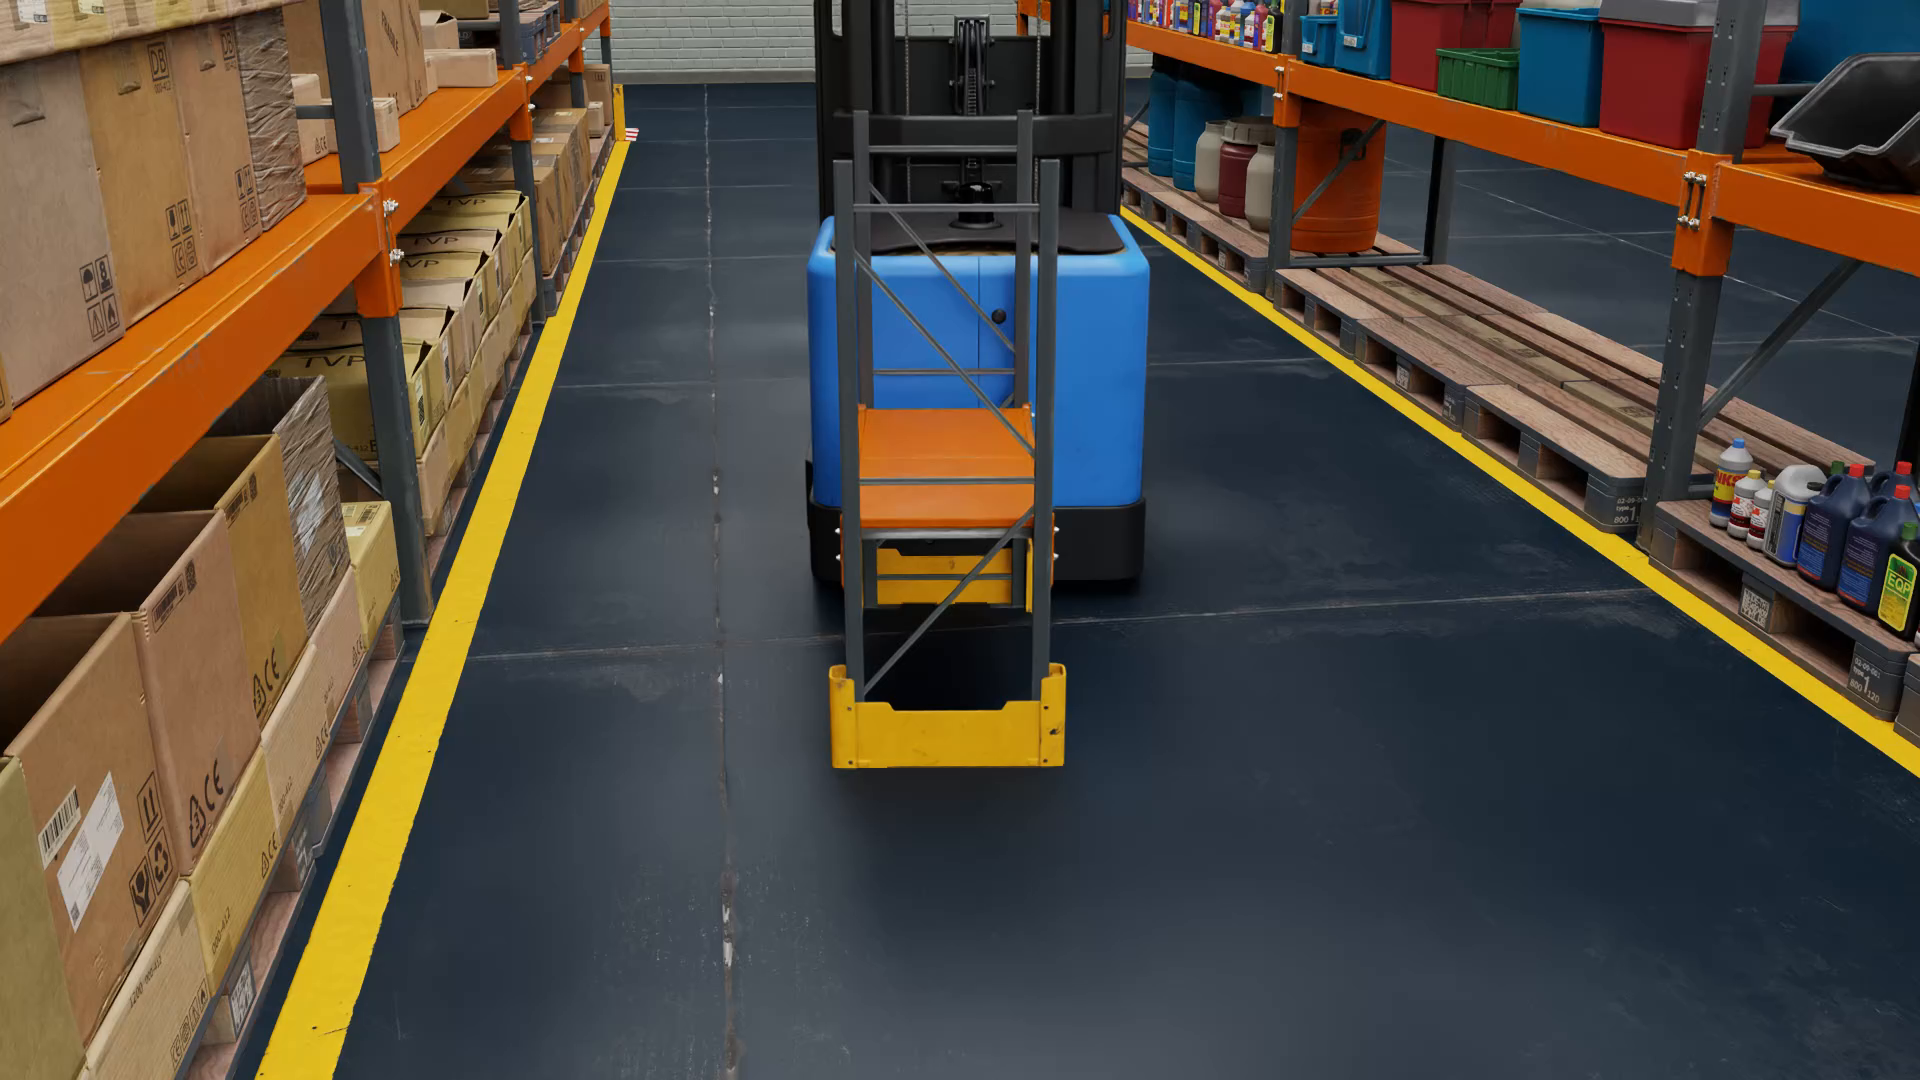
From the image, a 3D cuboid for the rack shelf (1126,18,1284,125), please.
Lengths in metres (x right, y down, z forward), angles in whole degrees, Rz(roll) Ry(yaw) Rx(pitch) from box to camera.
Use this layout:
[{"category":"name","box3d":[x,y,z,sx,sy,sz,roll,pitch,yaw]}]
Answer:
[{"category":"rack shelf","box3d":[1.932,-3.127,10.830,1.077,0.370,4.000,-3,21,-8]}]

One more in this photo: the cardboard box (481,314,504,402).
[{"category":"cardboard box","box3d":[-2.140,-0.731,6.717,0.500,0.250,0.500,-3,21,-7]}]

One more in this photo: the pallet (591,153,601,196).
[{"category":"pallet","box3d":[-3.356,-2.839,13.017,1.003,0.211,1.213,-3,21,-8]}]

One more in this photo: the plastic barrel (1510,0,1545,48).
[{"category":"plastic barrel","box3d":[2.641,-2.333,7.515,0.421,0.512,0.421,0,20,0]}]

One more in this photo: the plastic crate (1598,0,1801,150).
[{"category":"plastic crate","box3d":[2.424,-1.569,5.538,0.402,0.464,0.583,-3,21,-8]}]

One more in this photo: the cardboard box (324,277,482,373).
[{"category":"cardboard box","box3d":[-2.061,-0.818,6.147,0.500,0.311,0.500,-4,21,-10]}]

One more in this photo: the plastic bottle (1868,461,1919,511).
[{"category":"plastic bottle","box3d":[2.645,-0.059,4.744,0.144,0.351,0.185,-3,21,-8]}]

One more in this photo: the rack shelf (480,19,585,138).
[{"category":"rack shelf","box3d":[-2.970,-2.879,10.164,1.077,0.370,4.000,-3,21,-8]}]

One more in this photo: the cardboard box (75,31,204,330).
[{"category":"cardboard box","box3d":[-1.884,-0.676,3.095,0.700,0.500,0.500,-3,21,-7]}]

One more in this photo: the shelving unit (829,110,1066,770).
[{"category":"shelving unit","box3d":[-0.039,-0.317,4.421,0.587,1.500,1.083,0,20,-1]}]

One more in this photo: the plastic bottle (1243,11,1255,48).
[{"category":"plastic bottle","box3d":[1.694,-2.952,9.616,0.097,0.201,0.097,0,20,0]}]

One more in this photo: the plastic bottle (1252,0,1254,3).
[{"category":"plastic bottle","box3d":[2.025,-3.662,11.419,0.097,0.271,0.097,0,20,0]}]

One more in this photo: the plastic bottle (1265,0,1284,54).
[{"category":"plastic bottle","box3d":[1.740,-2.836,9.188,0.061,0.283,0.133,-3,21,-8]}]

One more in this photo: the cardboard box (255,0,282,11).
[{"category":"cardboard box","box3d":[-1.820,-1.320,3.893,0.380,0.149,0.250,-3,21,-9]}]

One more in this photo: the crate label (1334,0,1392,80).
[{"category":"crate label","box3d":[2.096,-2.431,7.886,0.502,0.435,0.616,-3,21,-8]}]

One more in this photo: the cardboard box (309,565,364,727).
[{"category":"cardboard box","box3d":[-1.760,0.276,4.019,0.500,0.250,0.500,-3,21,-8]}]

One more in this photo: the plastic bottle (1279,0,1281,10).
[{"category":"plastic bottle","box3d":[2.199,-3.550,11.112,0.152,0.276,0.135,-3,21,-8]}]

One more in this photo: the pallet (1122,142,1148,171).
[{"category":"pallet","box3d":[1.499,-3.103,13.722,1.003,0.211,1.213,-3,21,-8]}]

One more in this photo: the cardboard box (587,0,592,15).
[{"category":"cardboard box","box3d":[-3.139,-4.322,12.859,0.500,0.500,0.500,-3,21,-7]}]

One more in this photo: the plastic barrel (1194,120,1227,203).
[{"category":"plastic barrel","box3d":[1.800,-2.553,11.221,0.421,0.512,0.421,0,20,0]}]

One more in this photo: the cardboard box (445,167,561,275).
[{"category":"cardboard box","box3d":[-2.465,-1.730,9.005,0.500,0.500,0.500,-2,21,-5]}]

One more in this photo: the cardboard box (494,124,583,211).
[{"category":"cardboard box","box3d":[-2.769,-2.442,10.910,0.500,0.500,0.500,-3,21,-7]}]

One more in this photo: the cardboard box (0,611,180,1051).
[{"category":"cardboard box","box3d":[-1.545,0.444,2.497,0.500,0.500,0.500,-3,21,-8]}]

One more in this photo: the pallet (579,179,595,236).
[{"category":"pallet","box3d":[-3.104,-2.322,11.632,1.003,0.211,1.213,-3,21,-8]}]

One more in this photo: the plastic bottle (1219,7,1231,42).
[{"category":"plastic bottle","box3d":[1.624,-3.120,10.067,0.097,0.201,0.097,0,20,0]}]

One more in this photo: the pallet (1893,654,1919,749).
[{"category":"pallet","box3d":[3.032,0.578,3.868,1.003,0.211,1.213,-3,21,-8]}]

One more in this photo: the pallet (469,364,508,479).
[{"category":"pallet","box3d":[-2.429,-0.508,6.776,1.003,0.211,1.213,-3,21,-8]}]

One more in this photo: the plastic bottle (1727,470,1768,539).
[{"category":"plastic bottle","box3d":[2.424,-0.114,5.106,0.097,0.201,0.097,0,20,0]}]

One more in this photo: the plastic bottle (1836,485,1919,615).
[{"category":"plastic bottle","box3d":[2.530,0.014,4.549,0.144,0.351,0.185,-4,21,-10]}]

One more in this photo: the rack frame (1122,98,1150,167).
[{"category":"rack frame","box3d":[1.644,-4.157,12.558,1.000,3.000,0.127,-3,21,-8]}]

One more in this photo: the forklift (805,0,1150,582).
[{"category":"forklift","box3d":[0.032,-1.708,6.099,1.130,2.935,3.031,0,20,-1]}]

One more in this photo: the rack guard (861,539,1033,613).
[{"category":"rack guard","box3d":[-0.047,0.094,5.106,0.587,0.250,0.087,0,20,-1]}]

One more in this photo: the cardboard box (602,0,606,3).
[{"category":"cardboard box","box3d":[-3.423,-5.019,14.724,0.500,0.500,0.500,-3,21,-7]}]

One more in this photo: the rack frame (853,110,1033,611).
[{"category":"rack frame","box3d":[-0.047,-0.492,4.889,0.500,1.500,0.032,0,20,-1]}]

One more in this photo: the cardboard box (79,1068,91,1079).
[{"category":"cardboard box","box3d":[-1.462,0.968,2.166,0.500,0.250,0.500,-3,21,-8]}]

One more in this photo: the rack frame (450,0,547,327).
[{"category":"rack frame","box3d":[-2.682,-2.523,8.185,1.000,3.000,0.127,-3,21,-8]}]

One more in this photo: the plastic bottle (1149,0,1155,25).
[{"category":"plastic bottle","box3d":[1.376,-3.749,11.650,0.097,0.271,0.097,0,20,0]}]

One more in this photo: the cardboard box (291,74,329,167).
[{"category":"cardboard box","box3d":[-2.219,-1.236,4.953,0.500,0.250,0.500,-2,21,-4]}]

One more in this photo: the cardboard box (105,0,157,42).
[{"category":"cardboard box","box3d":[-1.672,-0.966,2.945,0.380,0.149,0.250,-2,21,-6]}]

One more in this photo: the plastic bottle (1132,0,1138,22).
[{"category":"plastic bottle","box3d":[1.294,-3.907,12.057,0.061,0.283,0.133,-3,21,-8]}]

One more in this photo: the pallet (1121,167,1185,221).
[{"category":"pallet","box3d":[1.714,-2.581,12.325,1.003,0.211,1.213,-3,21,-8]}]

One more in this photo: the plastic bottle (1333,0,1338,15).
[{"category":"plastic bottle","box3d":[2.355,-3.239,10.285,0.097,0.271,0.097,0,20,0]}]

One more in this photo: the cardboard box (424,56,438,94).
[{"category":"cardboard box","box3d":[-2.442,-1.967,7.054,0.380,0.149,0.250,-1,21,-4]}]

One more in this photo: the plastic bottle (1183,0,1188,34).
[{"category":"plastic bottle","box3d":[1.504,-3.441,10.825,0.097,0.271,0.097,0,20,0]}]

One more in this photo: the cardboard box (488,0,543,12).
[{"category":"cardboard box","box3d":[-2.827,-3.305,9.536,0.700,0.500,0.500,1,20,2]}]

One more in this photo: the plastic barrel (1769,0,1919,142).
[{"category":"plastic barrel","box3d":[3.041,-1.771,5.453,0.600,0.901,0.708,-3,21,-8]}]

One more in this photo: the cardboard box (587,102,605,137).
[{"category":"cardboard box","box3d":[-3.406,-3.705,14.649,0.500,0.250,0.500,-3,21,-8]}]

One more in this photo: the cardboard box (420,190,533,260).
[{"category":"cardboard box","box3d":[-2.363,-1.526,8.042,0.500,0.311,0.500,-2,21,-6]}]
